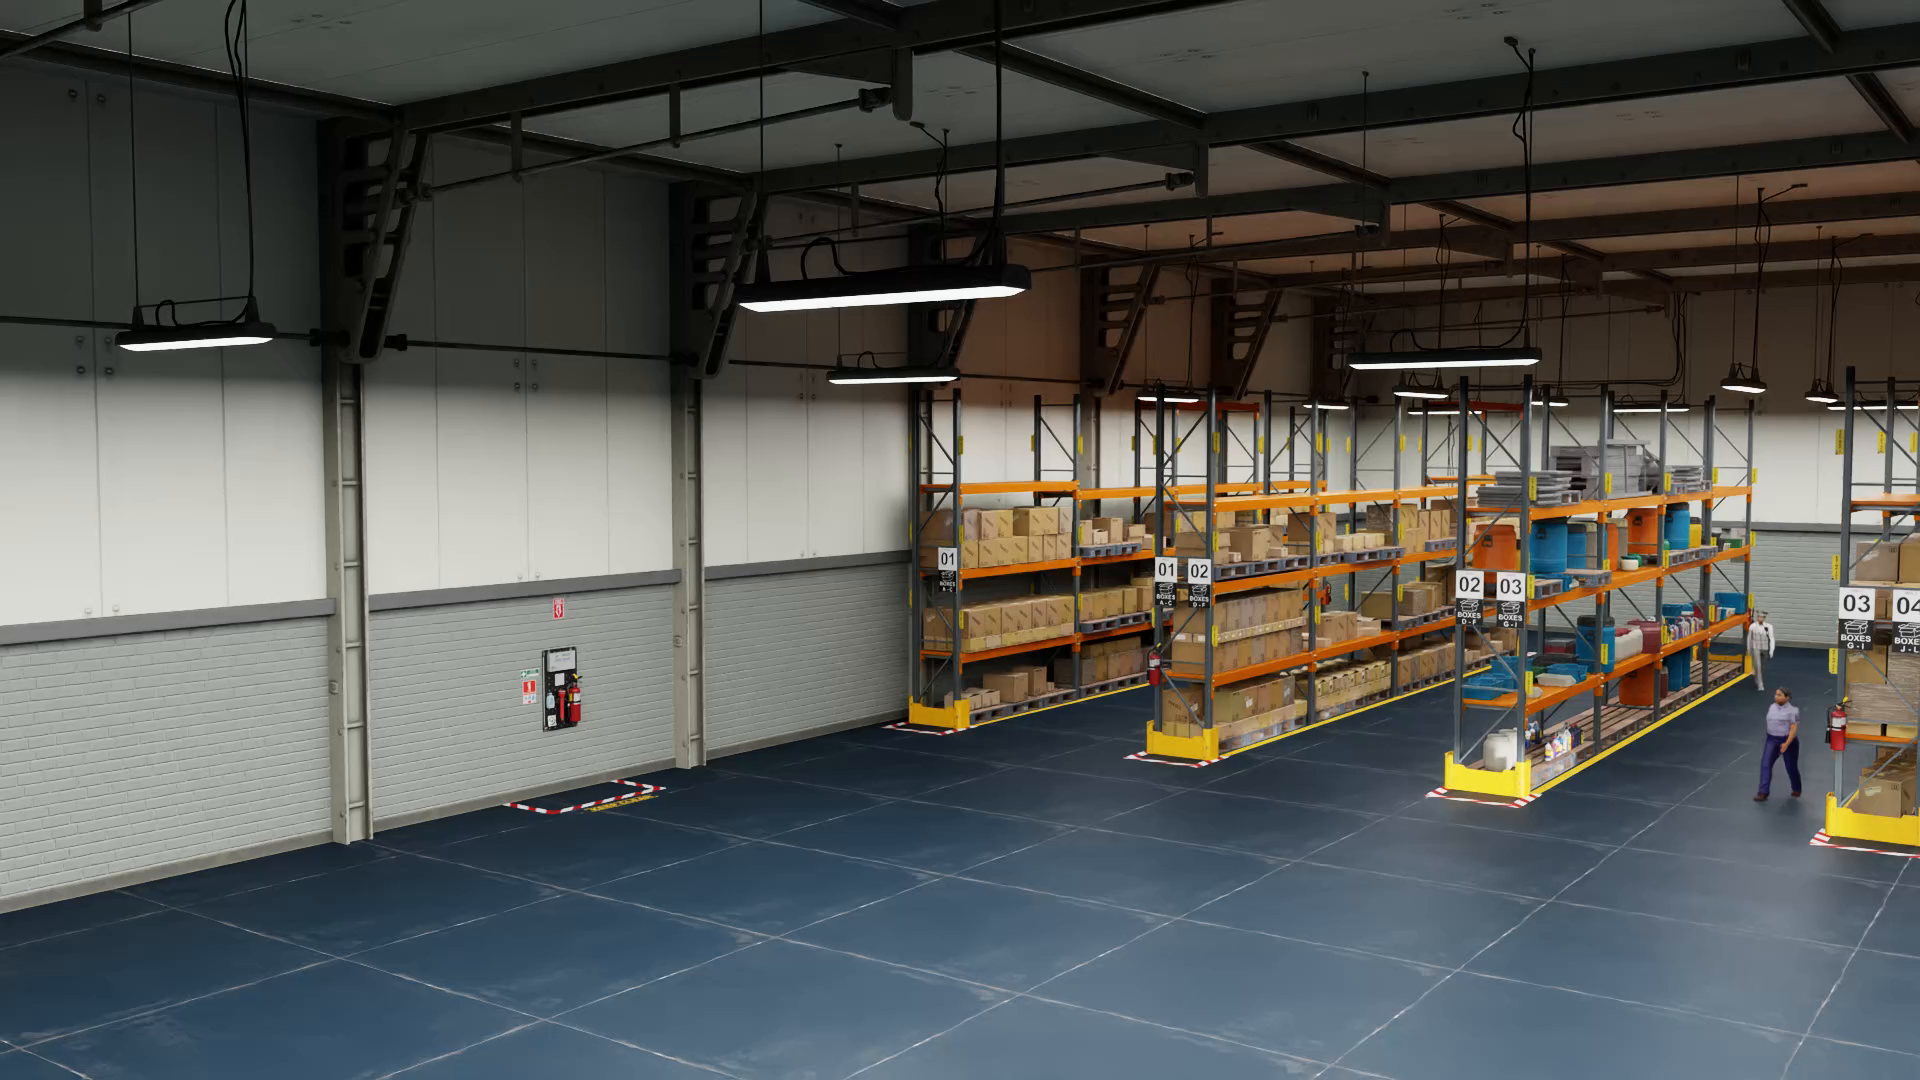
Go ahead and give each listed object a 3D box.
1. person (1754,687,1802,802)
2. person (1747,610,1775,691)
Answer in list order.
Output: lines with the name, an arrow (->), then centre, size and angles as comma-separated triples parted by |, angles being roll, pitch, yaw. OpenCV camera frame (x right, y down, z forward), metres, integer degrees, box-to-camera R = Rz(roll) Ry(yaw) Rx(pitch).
person -> 11.540, 2.861, 23.363 | 0.992, 1.588, 0.463 | -3, 4, -41
person -> 16.387, 2.230, 34.020 | 0.455, 1.614, 1.081 | 1, 3, 10
